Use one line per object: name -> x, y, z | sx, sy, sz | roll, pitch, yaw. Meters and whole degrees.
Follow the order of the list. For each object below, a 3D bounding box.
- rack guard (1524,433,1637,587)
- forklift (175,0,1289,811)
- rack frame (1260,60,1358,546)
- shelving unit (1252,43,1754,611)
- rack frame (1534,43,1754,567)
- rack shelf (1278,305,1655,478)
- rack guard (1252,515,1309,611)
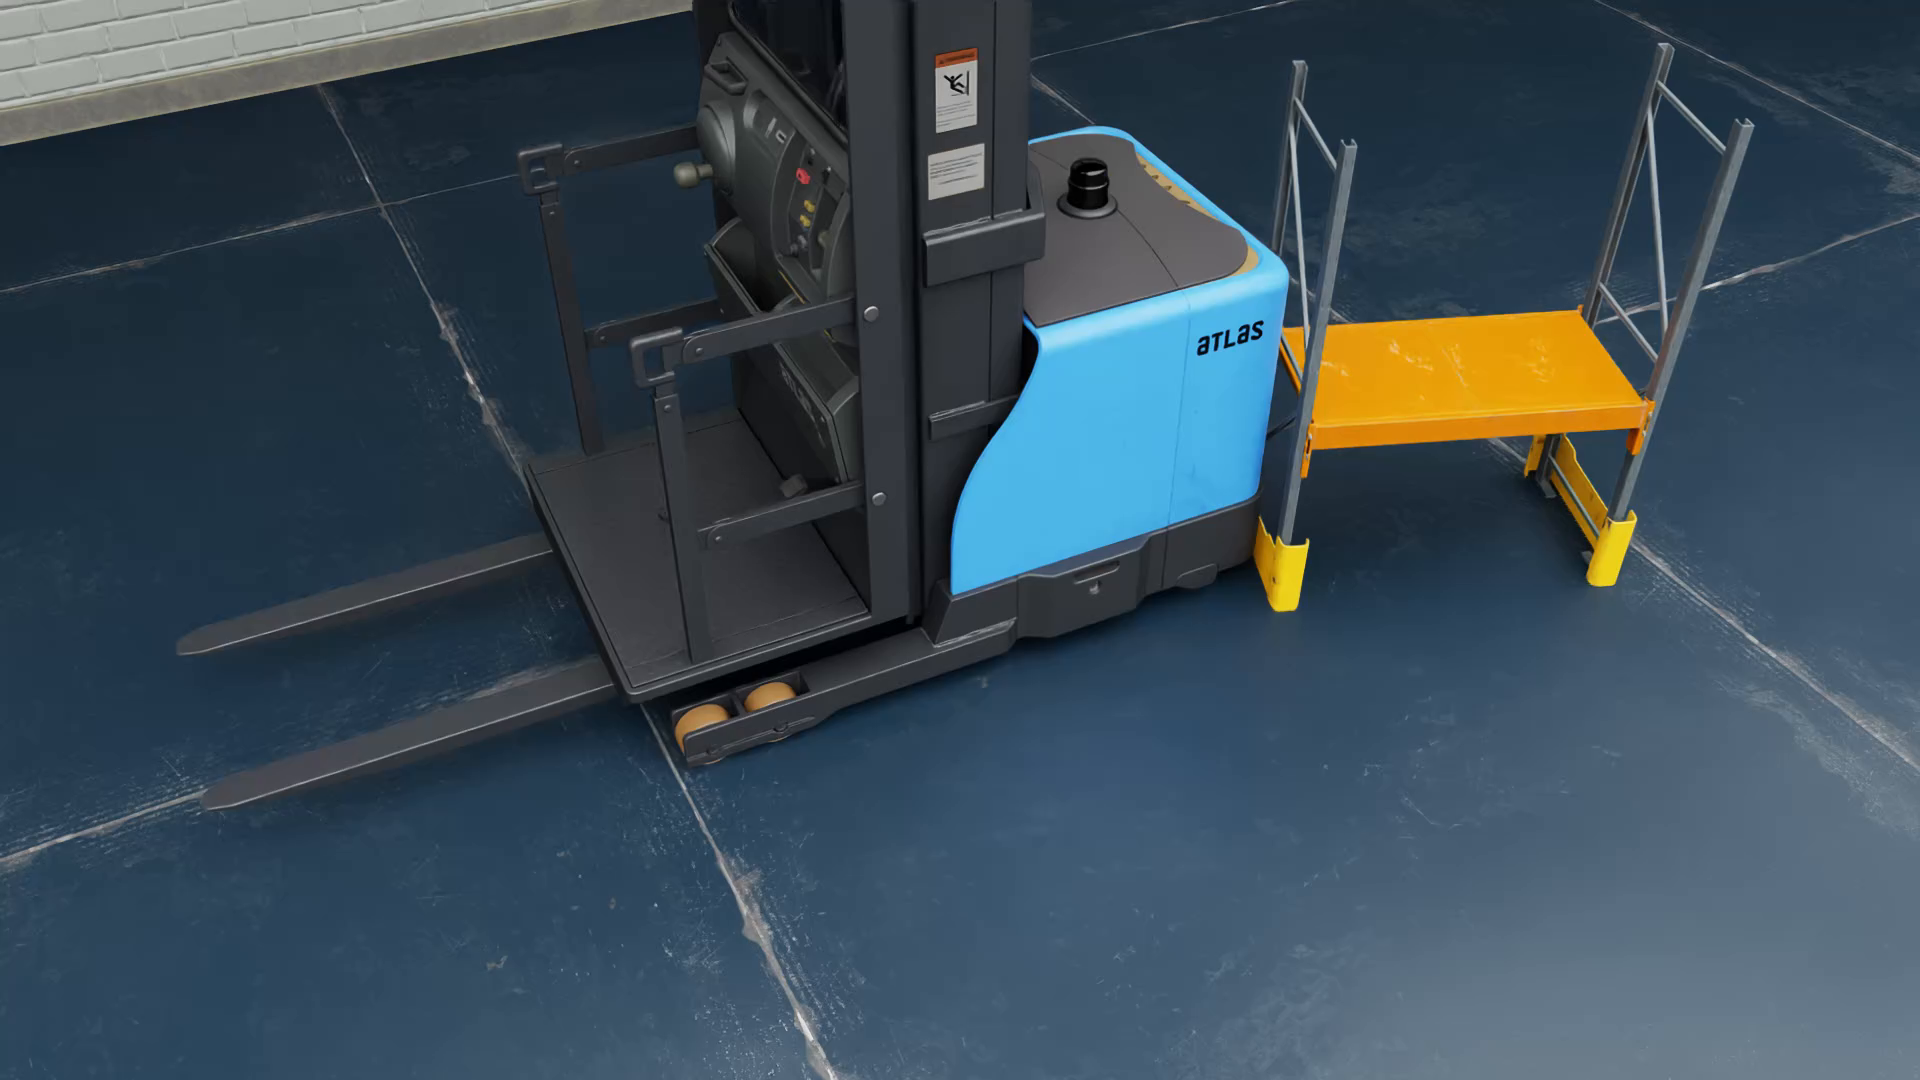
rack guard -> 1.939, -0.143, 5.226 | 0.087, 0.250, 0.587 | -4, 40, -5
forklift -> -0.650, -0.898, 4.043 | 3.031, 2.935, 1.130 | -17, 43, -19
rack frame -> 0.930, -0.548, 4.737 | 0.032, 1.500, 0.500 | -4, 40, -5
shelving unit -> 1.444, -0.585, 4.780 | 1.083, 1.500, 0.587 | -4, 40, -5
rack frame -> 1.941, -0.620, 4.822 | 0.032, 1.500, 0.500 | -4, 40, -5
rack shelf -> 1.435, -0.447, 4.896 | 1.000, 0.185, 0.538 | -4, 40, -5
rack guard -> 0.949, -0.073, 5.142 | 0.087, 0.250, 0.587 | -4, 40, -5
